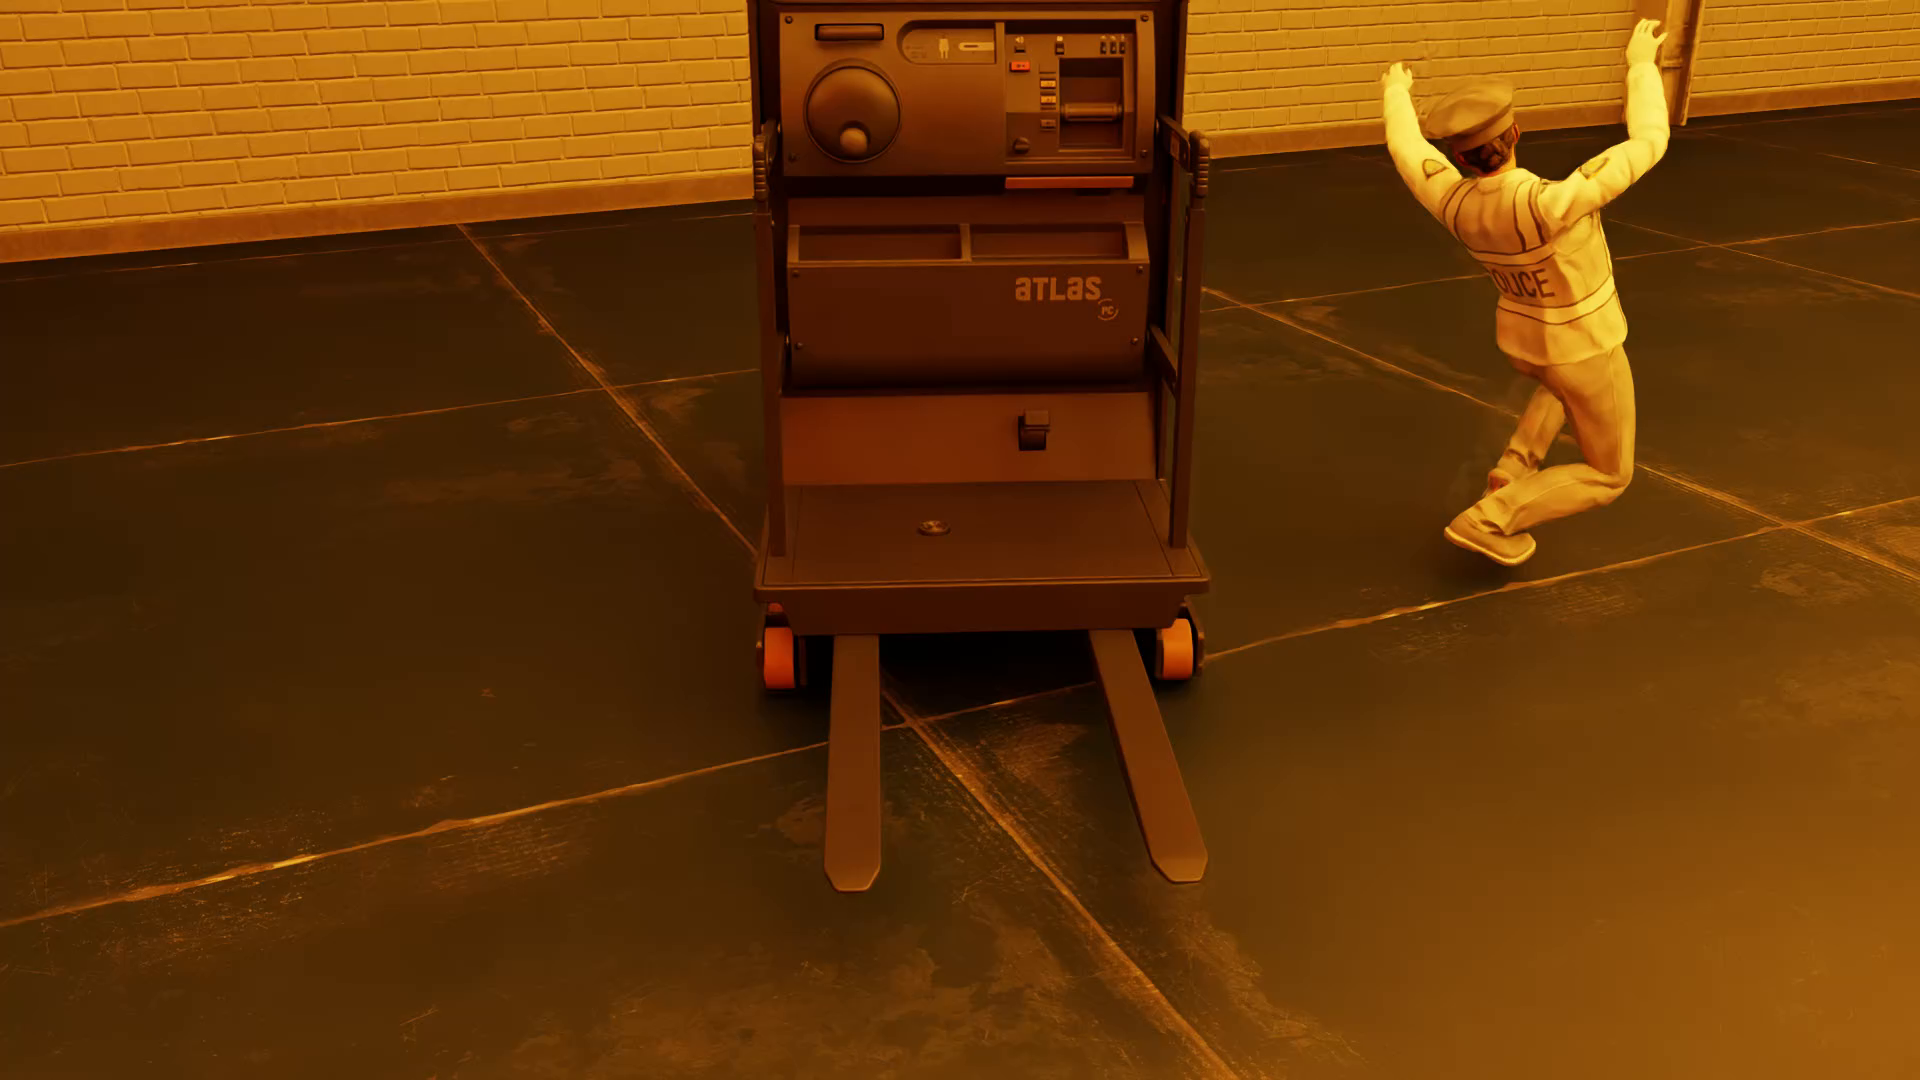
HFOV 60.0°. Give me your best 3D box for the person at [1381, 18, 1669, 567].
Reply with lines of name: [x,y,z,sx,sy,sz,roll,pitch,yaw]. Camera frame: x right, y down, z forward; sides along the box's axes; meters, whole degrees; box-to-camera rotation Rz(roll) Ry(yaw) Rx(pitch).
person: [1.588,-0.730,4.868,0.818,1.554,0.997,-8,24,-19]

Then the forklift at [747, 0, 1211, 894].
forklift: [0.033,-1.101,3.935,1.130,2.935,3.031,-1,23,-3]
